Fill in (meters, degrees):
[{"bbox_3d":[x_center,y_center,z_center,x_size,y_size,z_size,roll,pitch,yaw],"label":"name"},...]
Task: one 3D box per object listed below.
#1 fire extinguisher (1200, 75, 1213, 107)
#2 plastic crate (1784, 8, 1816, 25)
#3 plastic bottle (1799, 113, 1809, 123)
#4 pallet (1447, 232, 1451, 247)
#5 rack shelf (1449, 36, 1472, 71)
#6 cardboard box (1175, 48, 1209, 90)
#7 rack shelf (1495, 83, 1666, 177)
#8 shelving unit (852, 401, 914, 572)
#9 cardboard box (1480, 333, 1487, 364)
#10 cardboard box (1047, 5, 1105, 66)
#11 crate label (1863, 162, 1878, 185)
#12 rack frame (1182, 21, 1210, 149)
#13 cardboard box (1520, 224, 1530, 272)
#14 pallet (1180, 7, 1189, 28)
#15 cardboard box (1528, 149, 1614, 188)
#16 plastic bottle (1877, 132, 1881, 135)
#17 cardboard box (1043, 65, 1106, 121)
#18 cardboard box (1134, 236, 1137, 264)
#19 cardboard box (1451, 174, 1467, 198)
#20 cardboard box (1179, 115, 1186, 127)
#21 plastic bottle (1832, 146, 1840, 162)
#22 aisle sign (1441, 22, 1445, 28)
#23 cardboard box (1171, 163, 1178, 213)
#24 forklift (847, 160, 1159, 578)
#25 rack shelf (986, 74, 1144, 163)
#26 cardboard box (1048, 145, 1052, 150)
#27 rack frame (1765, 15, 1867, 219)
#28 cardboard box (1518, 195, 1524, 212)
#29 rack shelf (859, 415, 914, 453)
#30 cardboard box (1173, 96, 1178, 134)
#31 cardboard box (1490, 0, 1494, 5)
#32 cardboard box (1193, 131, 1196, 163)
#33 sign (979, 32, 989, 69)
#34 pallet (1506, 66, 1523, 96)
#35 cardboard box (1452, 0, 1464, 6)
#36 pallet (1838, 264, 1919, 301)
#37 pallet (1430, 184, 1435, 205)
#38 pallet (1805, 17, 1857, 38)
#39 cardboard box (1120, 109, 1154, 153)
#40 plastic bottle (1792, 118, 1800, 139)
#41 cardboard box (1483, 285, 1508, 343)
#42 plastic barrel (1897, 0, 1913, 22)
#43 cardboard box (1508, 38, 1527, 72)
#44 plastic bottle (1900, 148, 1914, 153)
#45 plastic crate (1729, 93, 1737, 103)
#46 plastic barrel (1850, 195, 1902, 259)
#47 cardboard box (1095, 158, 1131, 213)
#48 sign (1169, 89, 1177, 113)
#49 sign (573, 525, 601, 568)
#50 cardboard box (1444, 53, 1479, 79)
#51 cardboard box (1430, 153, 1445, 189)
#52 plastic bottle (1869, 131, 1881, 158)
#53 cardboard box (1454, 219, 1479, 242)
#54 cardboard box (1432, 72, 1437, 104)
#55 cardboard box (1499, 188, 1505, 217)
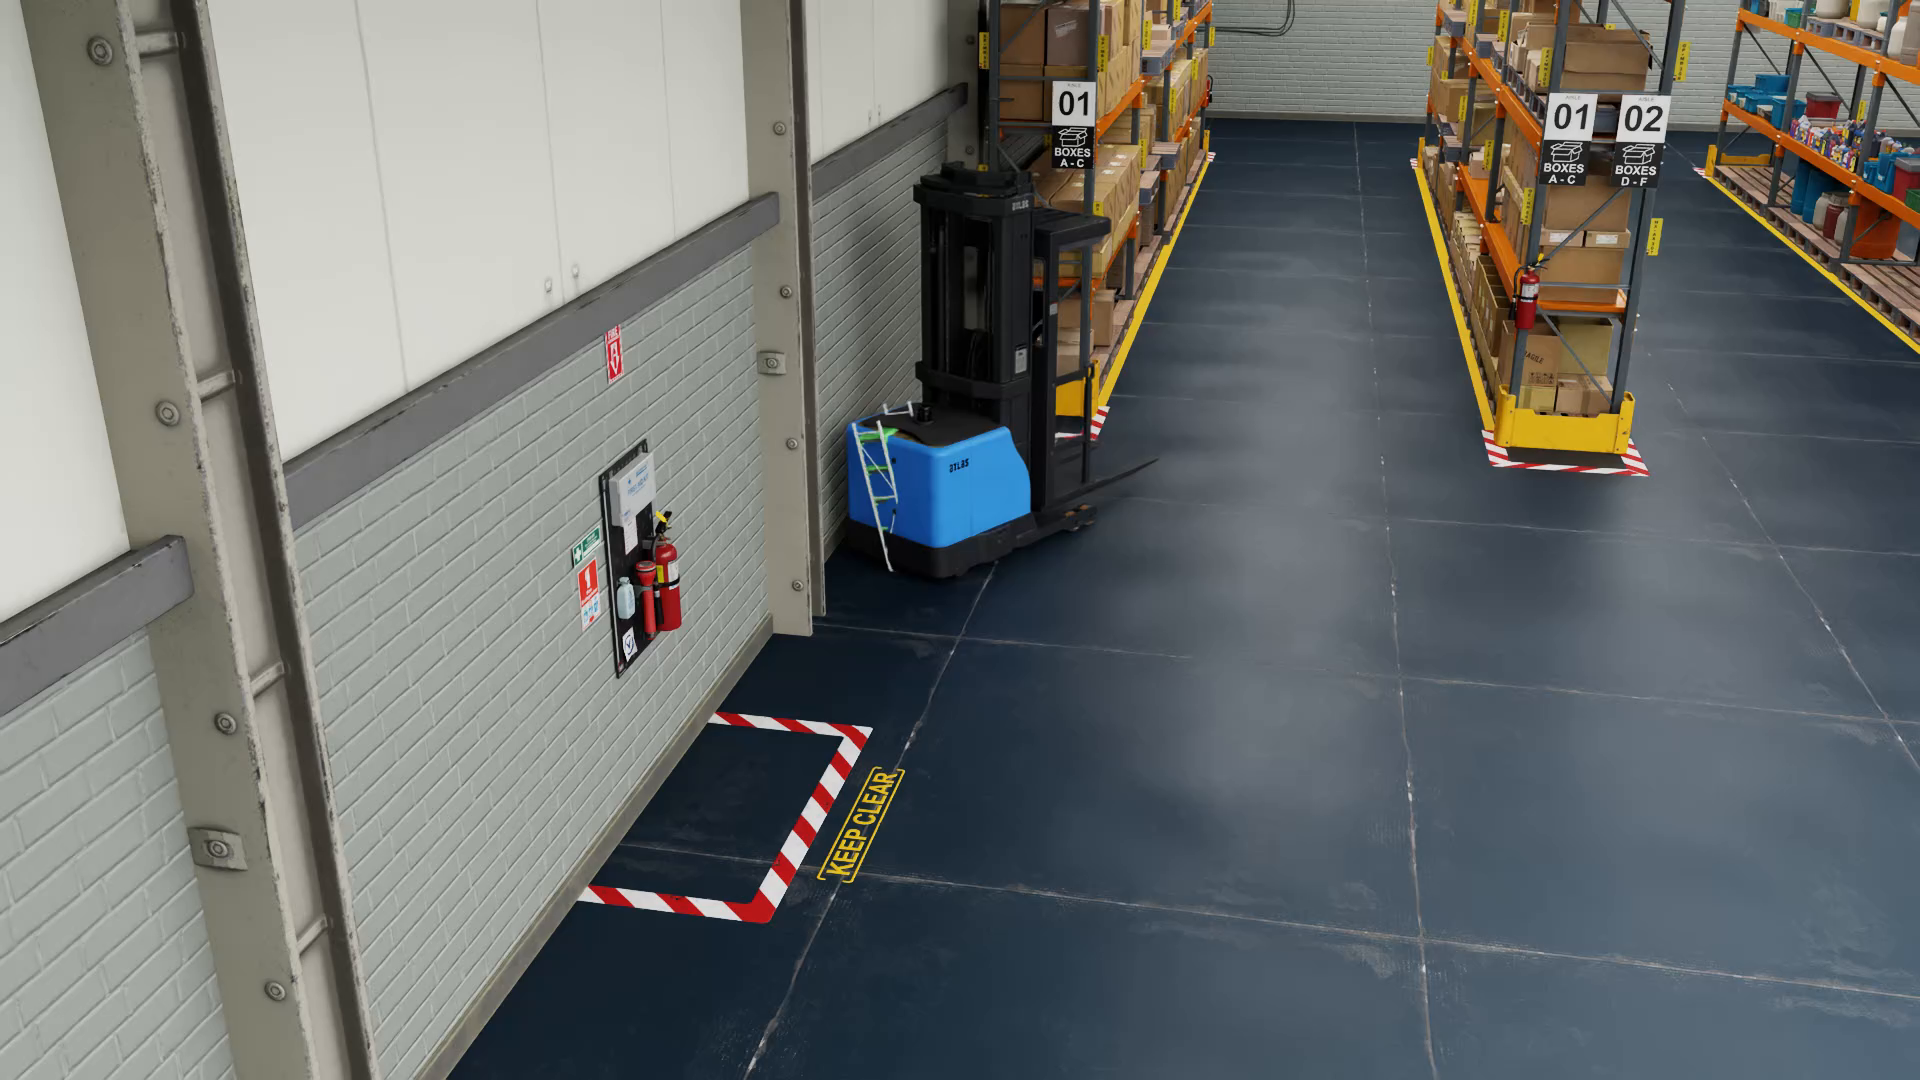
[{"bbox_3d":[4.515,-8.335,30.637,0.296,0.674,0.183,4,22,11],"label":"fire extinguisher"},{"bbox_3d":[12.788,-7.977,25.354,0.416,0.233,0.300,4,22,11],"label":"plastic crate"},{"bbox_3d":[12.517,-6.164,24.710,0.144,0.351,0.185,4,22,11],"label":"plastic bottle"},{"bbox_3d":[7.439,-4.199,23.496,1.003,0.211,1.213,4,22,11],"label":"pallet"},{"bbox_3d":[7.658,-7.011,23.695,1.077,0.370,4.000,4,22,11],"label":"rack shelf"},{"bbox_3d":[3.938,-8.476,29.982,0.980,0.700,0.700,5,23,13],"label":"cardboard box"},{"bbox_3d":[6.026,-4.085,16.430,1.077,0.370,4.000,4,22,11],"label":"rack shelf"},{"bbox_3d":[-0.462,-0.408,12.750,0.258,1.200,0.503,-4,19,29],"label":"shelving unit"},{"bbox_3d":[5.732,-1.984,17.382,0.500,0.250,0.500,4,22,11],"label":"cardboard box"},{"bbox_3d":[1.083,-4.706,15.508,0.500,0.500,0.500,3,22,7],"label":"cardboard box"},{"bbox_3d":[11.645,-4.640,21.083,0.303,0.233,0.416,4,22,11],"label":"crate label"},{"bbox_3d":[4.032,-8.524,30.503,1.000,3.000,0.127,4,22,11],"label":"rack frame"},{"bbox_3d":[5.935,-2.886,16.370,0.700,0.500,0.500,5,22,11],"label":"cardboard box"},{"bbox_3d":[3.077,-8.025,25.504,0.805,0.209,1.217,4,22,9],"label":"pallet"},{"bbox_3d":[5.940,-3.511,16.185,0.700,0.500,0.500,5,22,11],"label":"cardboard box"},{"bbox_3d":[12.898,-5.627,23.477,0.152,0.276,0.135,4,22,11],"label":"plastic bottle"},{"bbox_3d":[1.080,-4.223,15.648,0.500,0.500,0.500,5,22,12],"label":"cardboard box"},{"bbox_3d":[1.917,-3.827,21.597,0.700,0.500,0.500,5,22,12],"label":"cardboard box"},{"bbox_3d":[7.218,-4.995,23.495,0.500,0.250,0.500,5,23,13],"label":"cardboard box"},{"bbox_3d":[3.302,-6.522,25.842,0.380,0.149,0.250,4,22,11],"label":"cardboard box"},{"bbox_3d":[11.971,-5.270,22.690,0.097,0.201,0.097,0,22,0],"label":"plastic bottle"},{"bbox_3d":[8.609,-9.401,29.201,0.394,0.787,0.004,4,22,11],"label":"aisle sign"},{"bbox_3d":[2.863,-5.375,24.999,0.750,0.750,0.750,4,22,11],"label":"cardboard box"},{"bbox_3d":[0.480,-1.541,13.256,1.130,2.935,3.031,19,29,39],"label":"forklift"},{"bbox_3d":[1.175,-4.462,17.364,1.077,0.370,4.000,4,22,11],"label":"rack shelf"},{"bbox_3d":[1.283,-4.267,19.103,0.500,0.500,0.500,4,22,10],"label":"cardboard box"},{"bbox_3d":[12.914,-6.306,24.996,1.000,3.000,0.127,4,22,11],"label":"rack frame"},{"bbox_3d":[5.823,-3.365,16.692,0.380,0.149,0.250,4,22,10],"label":"cardboard box"},{"bbox_3d":[-0.555,-0.796,12.629,0.258,0.148,0.480,-4,19,29],"label":"rack shelf"},{"bbox_3d":[2.865,-6.141,24.027,0.500,0.500,0.500,5,23,13],"label":"cardboard box"},{"bbox_3d":[7.449,-7.469,22.397,0.500,0.500,0.500,4,22,11],"label":"cardboard box"},{"bbox_3d":[3.783,-6.929,29.326,0.700,0.500,0.500,4,22,9],"label":"cardboard box"},{"bbox_3d":[0.228,-4.524,15.371,0.100,0.325,0.005,4,22,11],"label":"sign"},{"bbox_3d":[6.285,-4.795,17.349,1.003,0.211,1.213,4,22,11],"label":"pallet"},{"bbox_3d":[7.899,-8.437,25.804,0.500,0.250,0.500,4,22,11],"label":"cardboard box"},{"bbox_3d":[11.902,-3.269,21.188,1.003,0.211,1.213,4,22,11],"label":"pallet"},{"bbox_3d":[8.207,-5.642,27.081,1.003,0.211,1.213,4,22,11],"label":"pallet"},{"bbox_3d":[12.850,-7.316,23.740,1.213,0.211,1.003,4,22,11],"label":"pallet"},{"bbox_3d":[2.226,-5.470,22.196,0.700,0.500,0.500,2,22,6],"label":"cardboard box"},{"bbox_3d":[12.395,-6.101,24.644,0.061,0.283,0.133,4,22,11],"label":"plastic bottle"},{"bbox_3d":[5.729,-2.332,17.243,0.500,0.500,0.500,4,22,11],"label":"cardboard box"},{"bbox_3d":[12.217,-6.836,21.159,0.600,0.830,0.708,4,22,11],"label":"plastic barrel"},{"bbox_3d":[5.963,-5.007,17.126,0.500,0.311,0.500,3,22,8],"label":"cardboard box"},{"bbox_3d":[12.597,-5.088,22.138,0.152,0.276,0.135,4,22,11],"label":"plastic bottle"},{"bbox_3d":[13.211,-7.498,28.229,0.250,0.136,0.298,4,22,11],"label":"plastic crate"},{"bbox_3d":[12.181,-4.211,22.138,0.600,0.830,0.708,4,22,11],"label":"plastic barrel"},{"bbox_3d":[1.580,-3.860,18.093,0.500,0.500,0.500,4,22,9],"label":"cardboard box"},{"bbox_3d":[2.933,-6.061,22.943,0.100,0.325,0.005,4,22,11],"label":"sign"},{"bbox_3d":[-1.907,0.032,8.502,0.001,0.109,0.331,4,22,11],"label":"sign"},{"bbox_3d":[7.916,-7.400,26.239,0.500,0.500,0.500,5,22,11],"label":"cardboard box"},{"bbox_3d":[7.905,-5.959,26.893,0.500,0.500,0.500,4,22,11],"label":"cardboard box"},{"bbox_3d":[12.646,-5.481,23.015,0.144,0.351,0.185,4,22,11],"label":"plastic bottle"},{"bbox_3d":[6.757,-4.040,21.736,0.500,0.311,0.500,4,22,10],"label":"cardboard box"},{"bbox_3d":[8.328,-7.679,28.273,0.500,0.500,0.500,4,22,11],"label":"cardboard box"},{"bbox_3d":[6.491,-3.873,19.155,0.500,0.250,0.500,6,23,14],"label":"cardboard box"}]
